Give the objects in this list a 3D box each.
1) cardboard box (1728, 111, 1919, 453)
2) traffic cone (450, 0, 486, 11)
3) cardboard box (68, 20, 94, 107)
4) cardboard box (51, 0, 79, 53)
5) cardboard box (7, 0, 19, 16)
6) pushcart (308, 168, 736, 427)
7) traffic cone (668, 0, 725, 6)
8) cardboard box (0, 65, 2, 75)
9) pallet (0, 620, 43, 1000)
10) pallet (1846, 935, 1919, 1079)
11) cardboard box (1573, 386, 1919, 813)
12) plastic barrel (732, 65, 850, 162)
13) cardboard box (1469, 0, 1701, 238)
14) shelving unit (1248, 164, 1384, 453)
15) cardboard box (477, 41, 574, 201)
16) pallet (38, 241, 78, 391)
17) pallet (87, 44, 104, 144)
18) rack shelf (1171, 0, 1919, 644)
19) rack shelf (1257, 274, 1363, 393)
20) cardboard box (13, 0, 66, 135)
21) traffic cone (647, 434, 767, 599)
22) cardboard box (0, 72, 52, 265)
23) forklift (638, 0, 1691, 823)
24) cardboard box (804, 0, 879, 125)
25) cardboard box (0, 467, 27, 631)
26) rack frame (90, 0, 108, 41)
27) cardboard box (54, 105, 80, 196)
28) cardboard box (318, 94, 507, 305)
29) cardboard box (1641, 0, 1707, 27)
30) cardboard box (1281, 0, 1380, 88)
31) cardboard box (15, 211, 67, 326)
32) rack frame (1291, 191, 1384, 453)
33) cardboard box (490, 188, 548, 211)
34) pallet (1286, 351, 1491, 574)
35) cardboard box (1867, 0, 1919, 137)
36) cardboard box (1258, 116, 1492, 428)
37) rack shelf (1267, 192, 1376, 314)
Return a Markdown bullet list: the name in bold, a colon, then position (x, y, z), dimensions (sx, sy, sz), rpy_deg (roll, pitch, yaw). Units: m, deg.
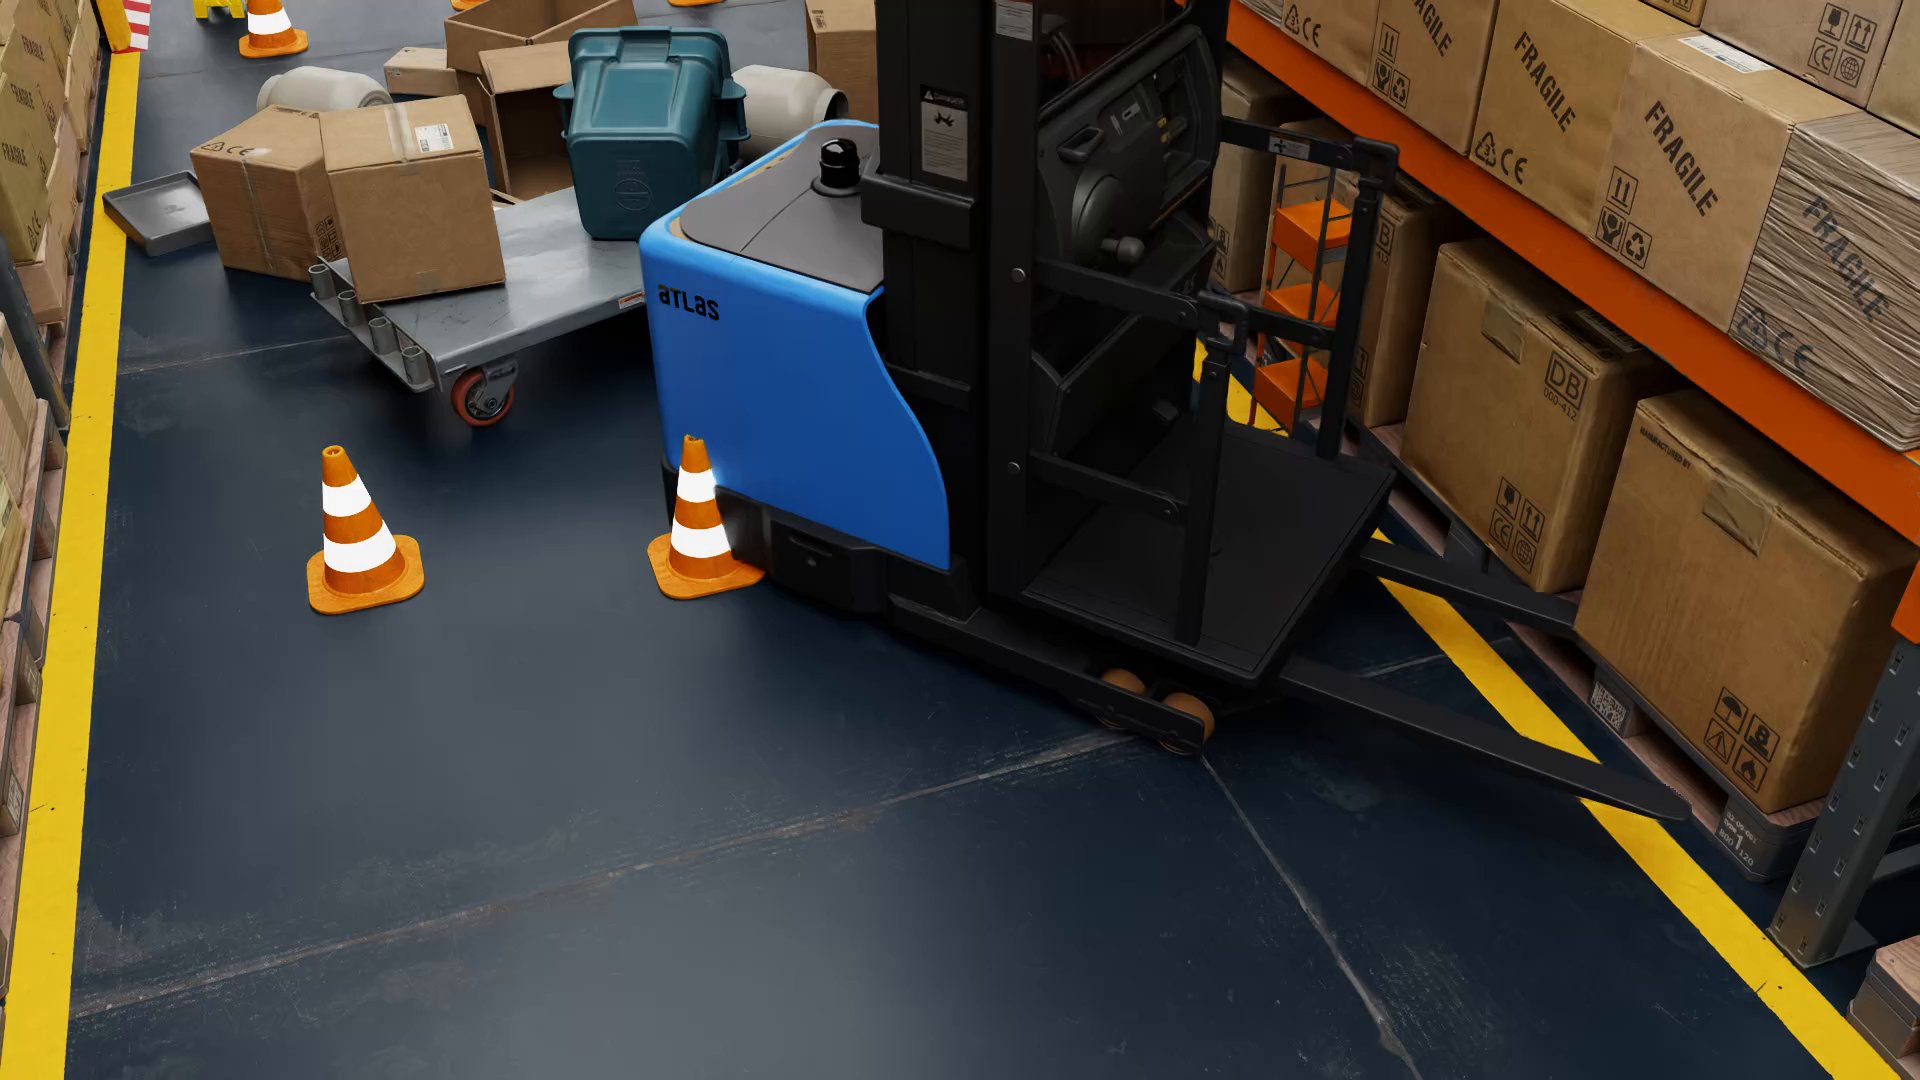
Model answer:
- **cardboard box**: position (2.017, -0.561, 3.419), dimensions (0.500, 0.500, 0.500), rpy_deg (-12, 39, -16)
- **traffic cone**: position (-2.657, -3.192, 9.103), dimensions (0.336, 0.463, 0.334), rpy_deg (-12, 39, -16)
- **cardboard box**: position (-4.240, -2.134, 7.526), dimensions (0.500, 0.250, 0.500), rpy_deg (-12, 39, -16)
- **cardboard box**: position (-4.238, -2.436, 7.304), dimensions (0.500, 0.500, 0.500), rpy_deg (-11, 38, -14)
- **cardboard box**: position (-3.775, -2.042, 6.241), dimensions (0.380, 0.149, 0.250), rpy_deg (-10, 38, -13)
- **pushcart**: position (-1.441, -0.953, 6.201), dimensions (1.648, 0.377, 0.936), rpy_deg (-27, 45, -31)
- **traffic cone**: position (-1.479, -3.234, 9.159), dimensions (0.336, 0.463, 0.334), rpy_deg (-12, 39, -16)
- **cardboard box**: position (-3.501, -1.600, 5.655), dimensions (0.380, 0.149, 0.250), rpy_deg (-12, 39, -15)
- **pallet**: position (-2.872, 0.744, 4.087), dimensions (1.003, 0.211, 1.213), rpy_deg (-12, 39, -16)
- **pallet**: position (2.692, 1.233, 3.437), dimensions (1.003, 0.211, 1.213), rpy_deg (-12, 39, -16)
- **cardboard box**: position (2.299, 0.046, 4.217), dimensions (1.050, 0.750, 0.750), rpy_deg (-13, 39, -17)
- **plastic barrel**: position (-0.783, -1.876, 7.389), dimensions (0.512, 0.421, 0.421), rpy_deg (12, 39, 16)
- **cardboard box**: position (1.675, -1.125, 4.168), dimensions (0.500, 0.500, 0.500), rpy_deg (-13, 39, -17)
- **shelving unit**: position (1.105, -0.662, 5.257), dimensions (0.215, 1.050, 0.252), rpy_deg (-14, 39, -18)
- **cardboard box**: position (-1.630, -1.822, 7.138), dimensions (0.797, 0.637, 0.503), rpy_deg (-12, 39, -16)
- **pallet**: position (-3.829, -0.758, 6.081), dimensions (1.003, 0.211, 1.213), rpy_deg (-12, 39, -16)
- **pallet**: position (-4.669, -2.137, 7.911), dimensions (1.003, 0.211, 1.213), rpy_deg (-12, 39, -16)
- **rack shelf**: position (1.736, -1.165, 4.901), dimensions (1.077, 0.370, 4.000), rpy_deg (-12, 39, -16)
- **rack shelf**: position (1.105, -0.654, 5.263), dimensions (0.215, 0.259, 0.240), rpy_deg (-14, 39, -18)
- **cardboard box**: position (-3.887, -1.851, 6.528), dimensions (0.500, 0.500, 0.500), rpy_deg (-10, 38, -14)
- **traffic cone**: position (-0.785, -0.119, 5.024), dimensions (0.336, 0.463, 0.334), rpy_deg (-12, 39, -16)
- **cardboard box**: position (-3.515, -1.258, 5.740), dimensions (0.500, 0.500, 0.500), rpy_deg (-11, 38, -14)
- **forklift**: position (0.615, -0.959, 4.087), dimensions (3.031, 2.935, 1.130), rpy_deg (20, 41, 24)
- **cardboard box**: position (-0.450, -2.249, 7.818), dimensions (0.500, 0.500, 0.500), rpy_deg (-6, 37, -8)
- **cardboard box**: position (-3.132, 0.083, 4.481), dimensions (0.950, 0.372, 0.625), rpy_deg (-10, 38, -13)
- **rack frame**: position (-4.941, -3.759, 7.748), dimensions (1.000, 3.000, 0.127), rpy_deg (-12, 39, -16)
- **cardboard box**: position (-3.894, -1.557, 6.760), dimensions (0.500, 0.250, 0.500), rpy_deg (-13, 39, -17)
- **cardboard box**: position (-1.904, -1.189, 5.784), dimensions (0.500, 0.500, 0.500), rpy_deg (-12, 39, -16)
- **cardboard box**: position (1.925, -1.592, 3.956), dimensions (0.700, 0.500, 0.500), rpy_deg (-13, 39, -17)
- **cardboard box**: position (1.320, -1.701, 4.932), dimensions (0.500, 0.500, 0.500), rpy_deg (-13, 39, -16)
- **cardboard box**: position (-3.515, -0.959, 5.966), dimensions (0.500, 0.250, 0.500), rpy_deg (-14, 39, -18)
- **rack frame**: position (1.152, -0.595, 5.167), dimensions (0.200, 1.050, 0.008), rpy_deg (-14, 39, -18)
- **cardboard box**: position (-1.830, -1.312, 6.772), dimensions (0.396, 0.266, 0.258), rpy_deg (19, 41, 23)
- **pallet**: position (1.808, -0.357, 5.549), dimensions (1.003, 0.211, 1.213), rpy_deg (-12, 39, -16)
- **cardboard box**: position (2.279, -1.017, 3.193), dimensions (0.700, 0.500, 0.500), rpy_deg (-13, 39, -16)
- **cardboard box**: position (1.674, -0.973, 5.570), dimensions (1.050, 0.750, 0.750), rpy_deg (-12, 39, -16)
- **rack shelf**: position (1.105, -0.881, 5.092), dimensions (0.215, 0.259, 0.240), rpy_deg (-14, 39, -18)
